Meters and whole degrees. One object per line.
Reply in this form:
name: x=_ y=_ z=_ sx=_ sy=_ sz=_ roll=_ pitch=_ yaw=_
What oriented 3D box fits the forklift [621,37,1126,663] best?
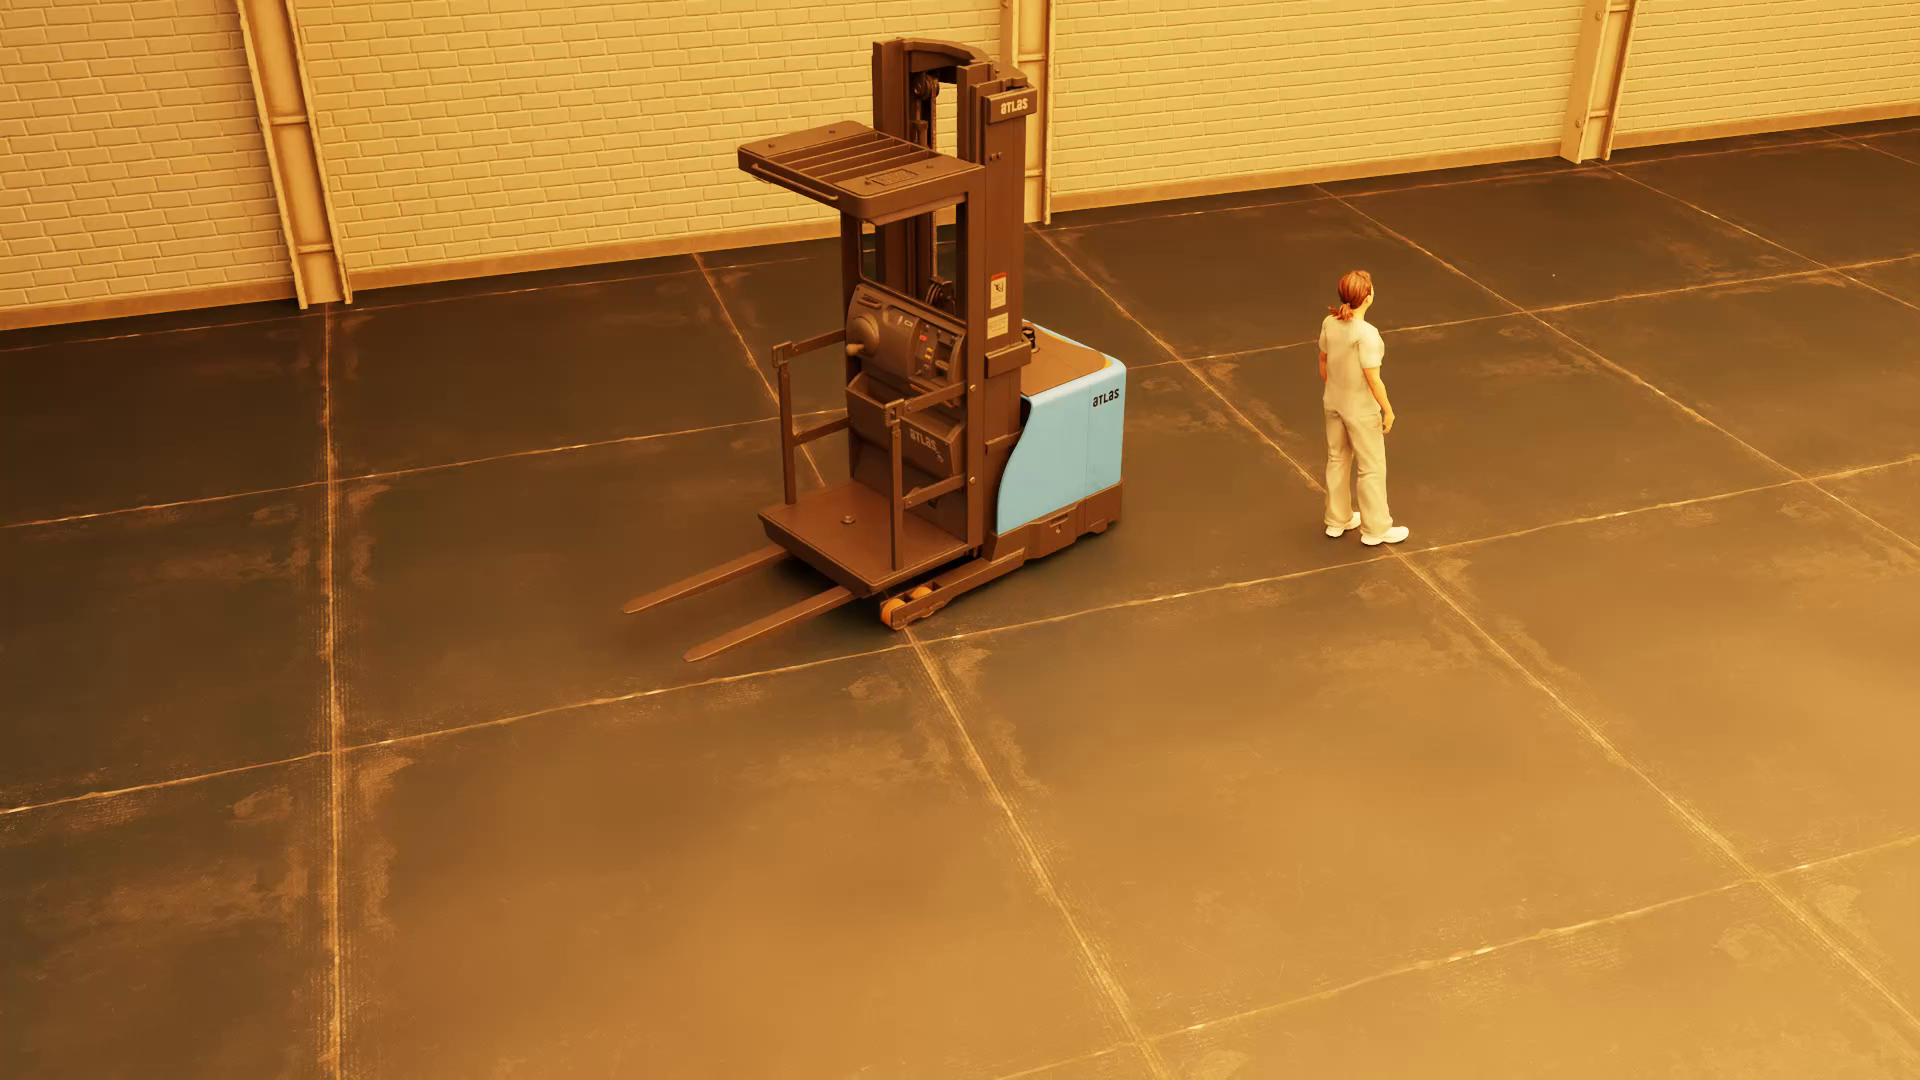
forklift: x=-0.461 y=-1.072 z=8.951 sx=3.031 sy=2.935 sz=1.130 roll=-23 pitch=37 yaw=-34

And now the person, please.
person: x=2.344 y=-0.783 z=9.691 sx=0.549 sy=1.675 sz=0.550 roll=-17 pitch=34 yaw=-26
